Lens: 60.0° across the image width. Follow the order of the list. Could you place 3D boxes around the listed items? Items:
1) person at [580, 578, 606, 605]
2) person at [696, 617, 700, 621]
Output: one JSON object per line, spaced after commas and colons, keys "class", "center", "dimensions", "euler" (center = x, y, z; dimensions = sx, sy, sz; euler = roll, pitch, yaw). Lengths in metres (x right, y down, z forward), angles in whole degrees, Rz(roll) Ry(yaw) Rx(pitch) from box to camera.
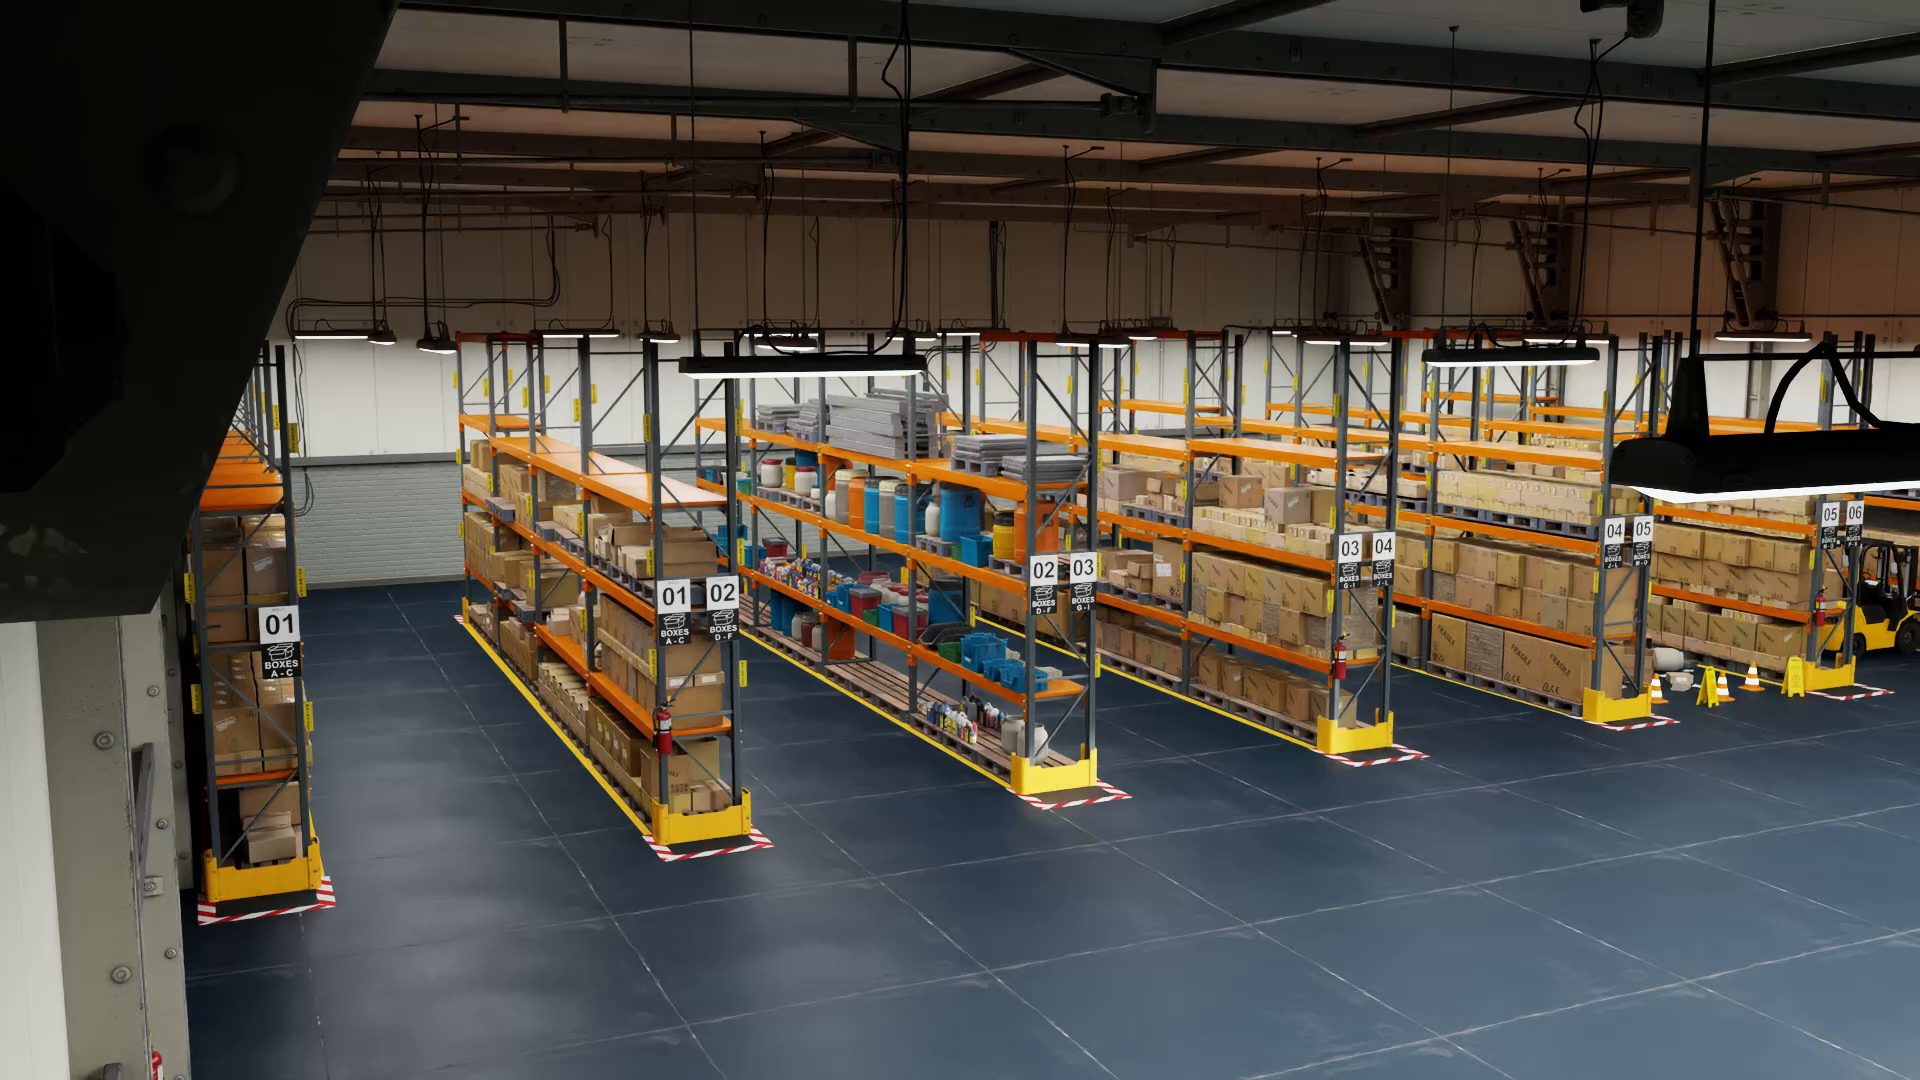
{"class": "person", "center": [-6.946, 1.152, 32.047], "dimensions": [0.702, 1.804, 0.813], "euler": [-4, 9, -30]}
{"class": "person", "center": [-4.396, 1.869, 26.659], "dimensions": [0.598, 1.815, 1.129], "euler": [-3, 8, -24]}
